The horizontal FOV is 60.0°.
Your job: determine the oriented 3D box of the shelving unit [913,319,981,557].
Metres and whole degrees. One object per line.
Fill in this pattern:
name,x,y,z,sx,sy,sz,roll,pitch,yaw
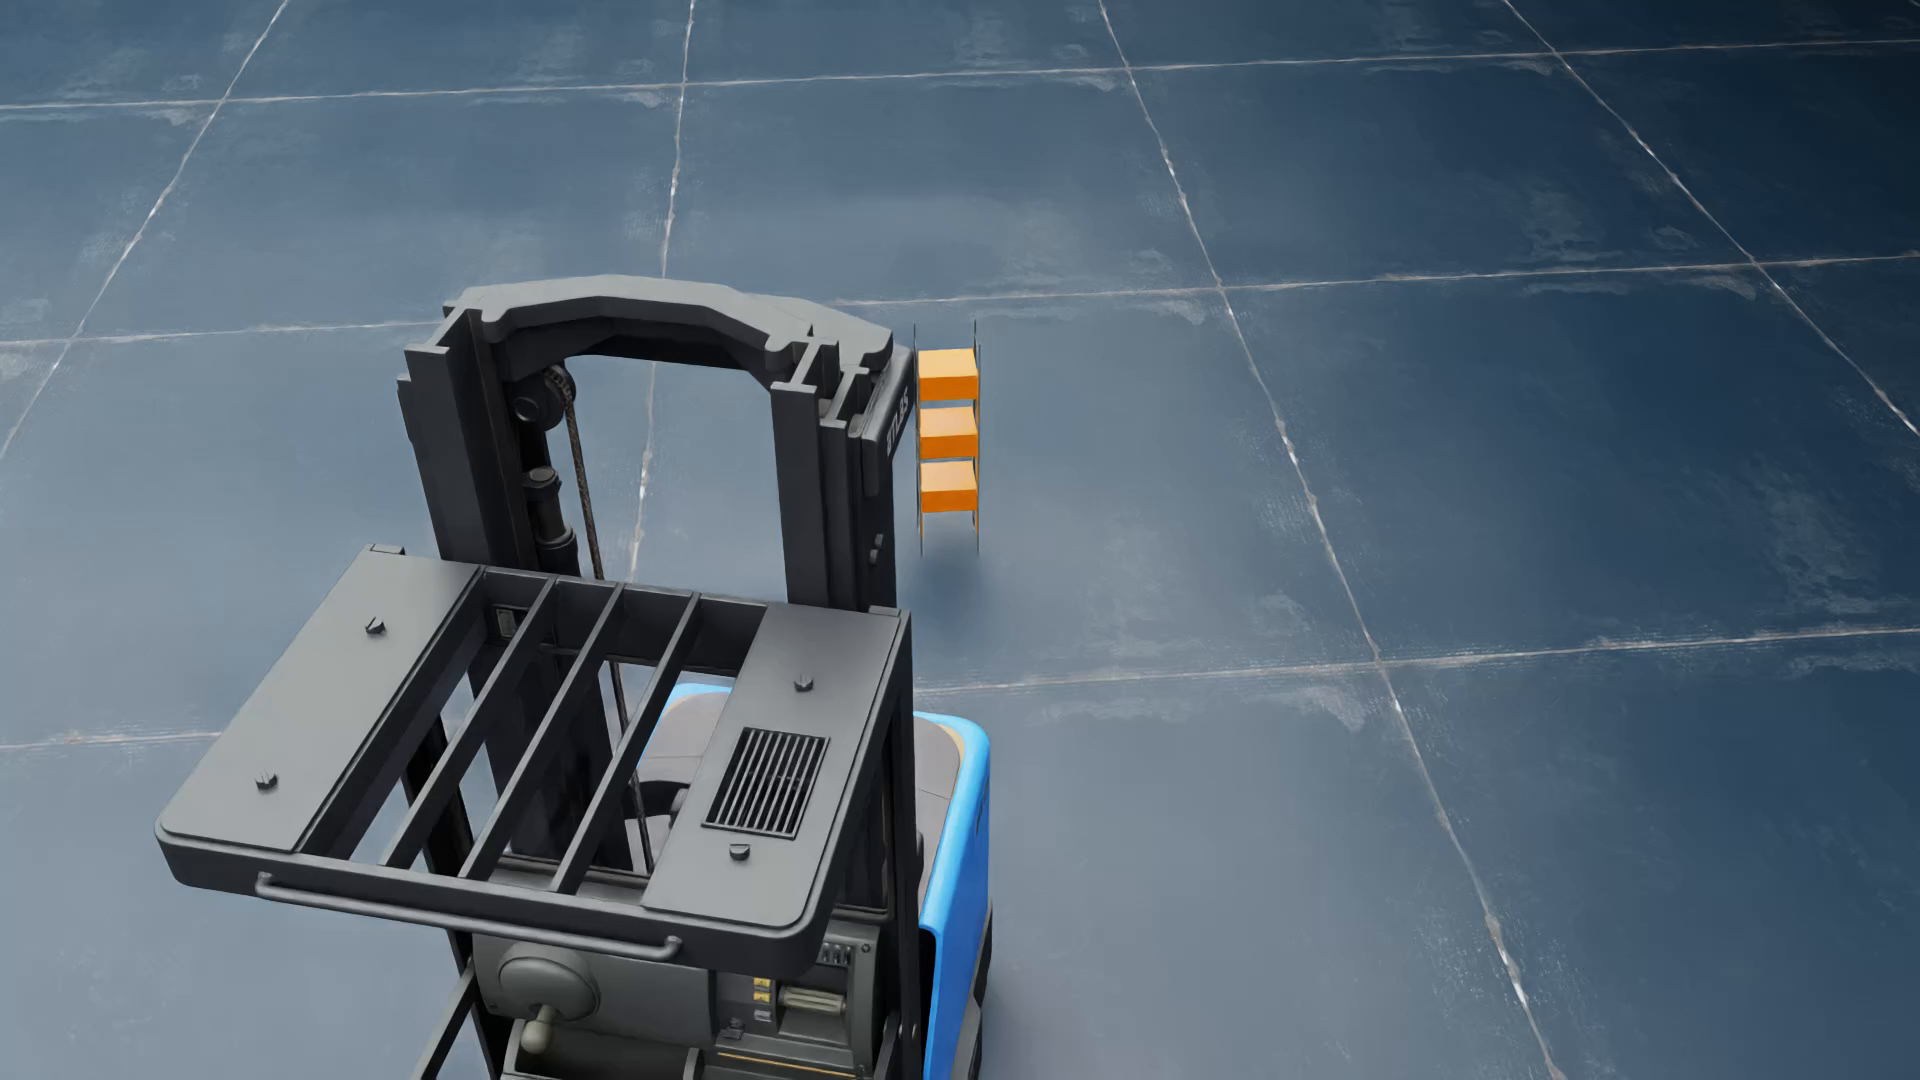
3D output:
shelving unit,-0.053,-0.409,6.921,0.252,1.050,0.215,-3,38,-4

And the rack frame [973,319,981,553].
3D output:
rack frame,0.068,-0.416,6.930,0.008,1.050,0.200,-3,38,-4

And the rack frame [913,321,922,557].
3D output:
rack frame,-0.175,-0.403,6.913,0.008,1.050,0.200,-3,38,-4

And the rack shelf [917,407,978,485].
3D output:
rack shelf,-0.053,-0.401,6.928,0.240,0.259,0.215,-3,38,-4

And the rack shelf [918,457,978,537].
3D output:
rack shelf,-0.053,-0.183,7.100,0.240,0.259,0.215,-3,38,-4

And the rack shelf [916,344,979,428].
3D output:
rack shelf,-0.053,-0.624,6.752,0.240,0.259,0.215,-3,38,-4

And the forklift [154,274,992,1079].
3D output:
forklift,-0.679,1.059,3.542,1.130,2.935,3.031,7,39,8
